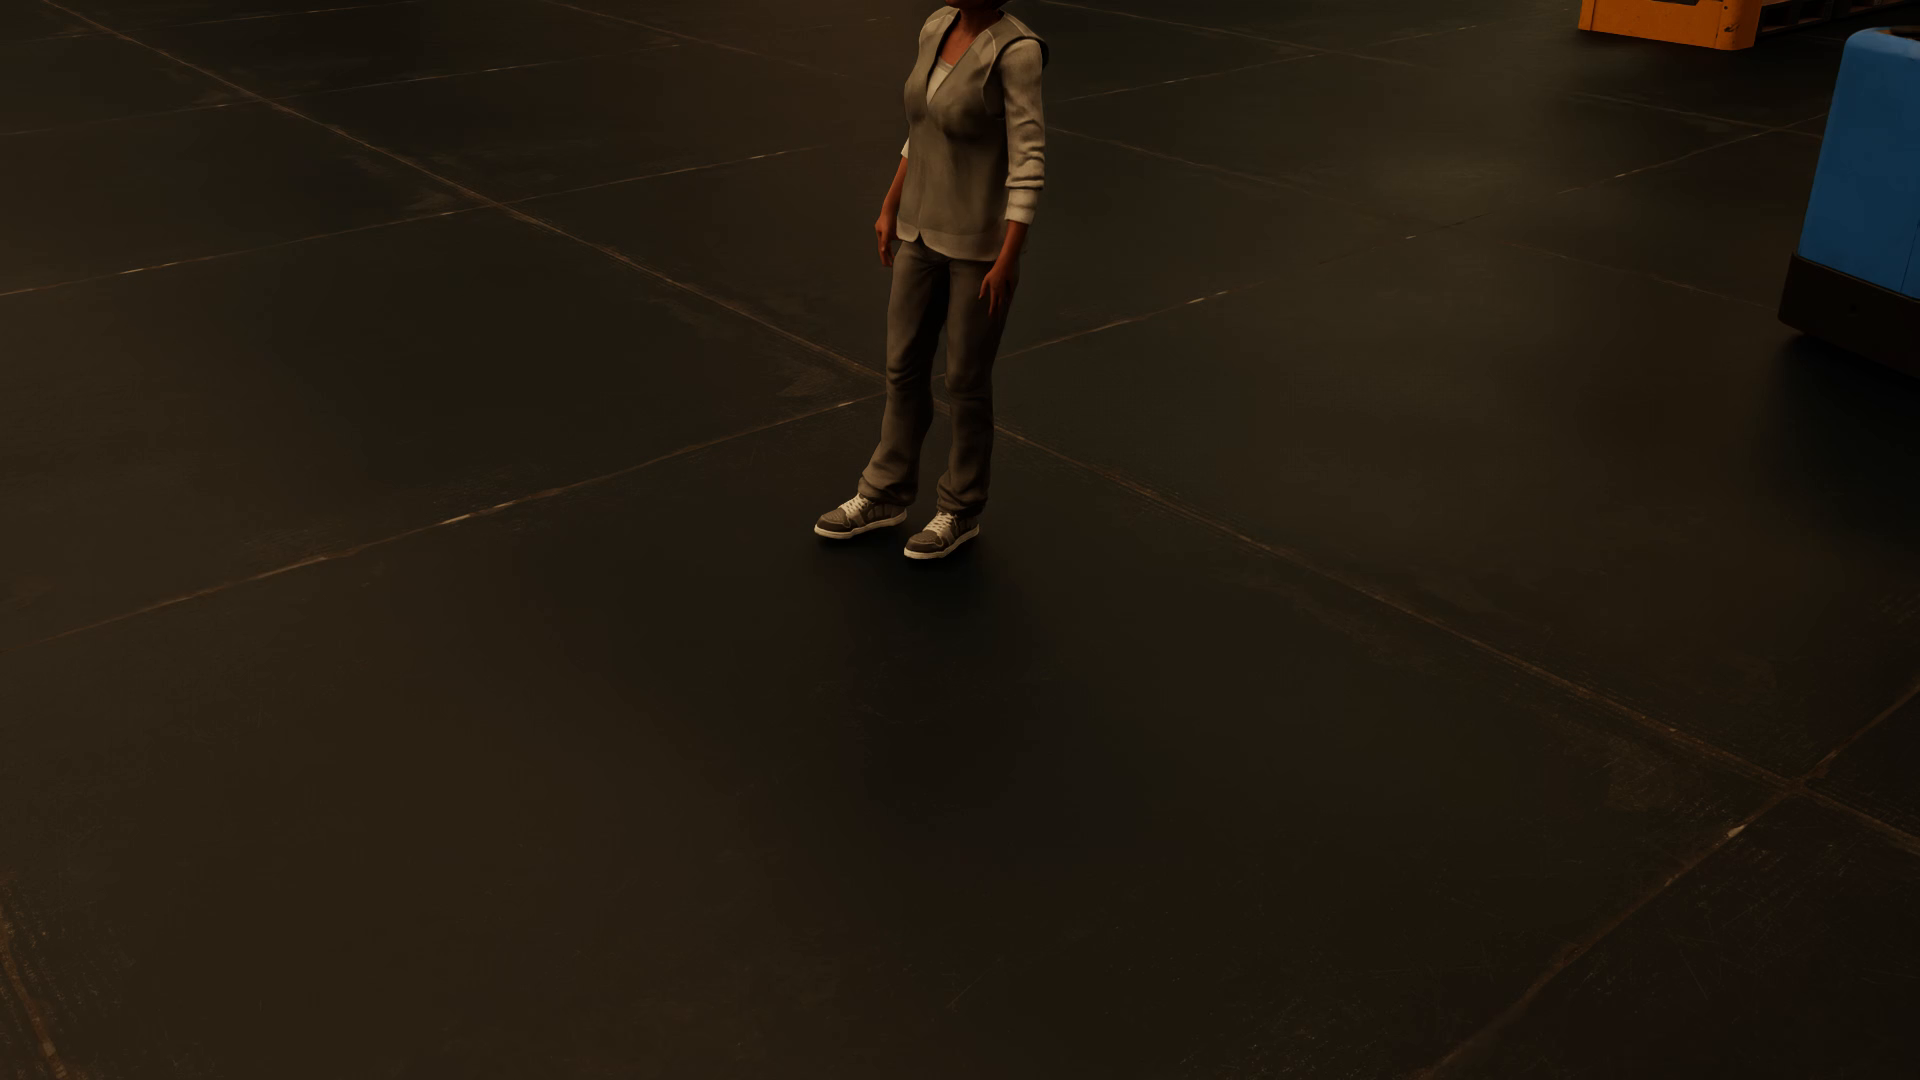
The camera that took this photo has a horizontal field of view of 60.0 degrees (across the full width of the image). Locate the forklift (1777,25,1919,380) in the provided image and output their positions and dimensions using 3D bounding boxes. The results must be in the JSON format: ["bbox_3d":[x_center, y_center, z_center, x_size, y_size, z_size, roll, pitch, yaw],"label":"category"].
[{"bbox_3d":[4.486,-2.050,5.335,3.031,2.935,1.130,-9,28,-17],"label":"forklift"}]

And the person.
[{"bbox_3d":[-0.066,-0.699,4.113,0.473,1.585,0.520,-20,33,-35],"label":"person"}]
